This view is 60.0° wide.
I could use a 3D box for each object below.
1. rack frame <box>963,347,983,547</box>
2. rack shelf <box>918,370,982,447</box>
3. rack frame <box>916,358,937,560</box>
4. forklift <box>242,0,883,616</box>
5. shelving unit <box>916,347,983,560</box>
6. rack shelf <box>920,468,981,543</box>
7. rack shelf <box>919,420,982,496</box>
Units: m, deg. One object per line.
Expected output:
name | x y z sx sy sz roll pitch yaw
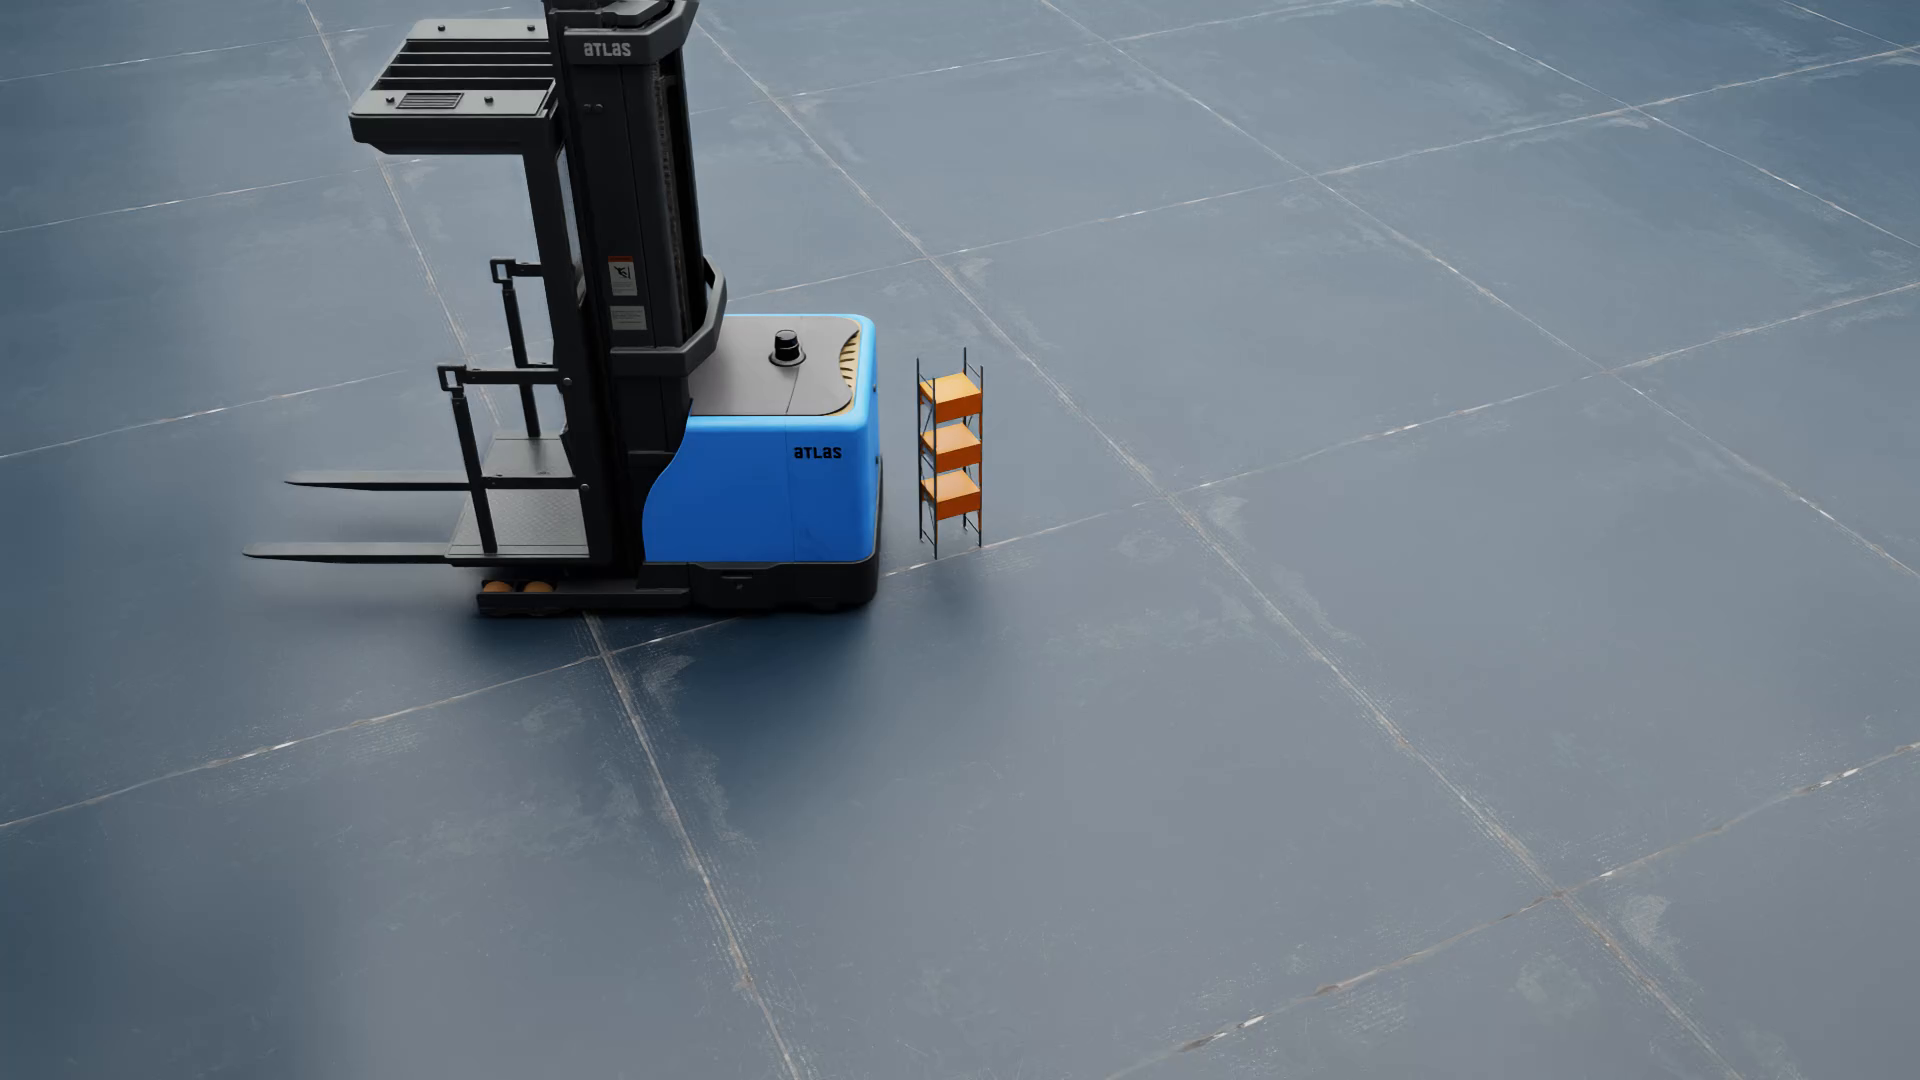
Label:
rack frame | 0.062 -0.439 8.104 0.008 1.050 0.200 -16 39 -20
rack shelf | -0.048 -0.628 7.899 0.240 0.259 0.215 -16 39 -20
rack frame | -0.159 -0.377 8.020 0.008 1.050 0.200 -16 39 -20
forklift | -1.913 -1.131 7.457 3.031 2.935 1.130 0 37 0
shelving unit | -0.048 -0.408 8.062 0.252 1.050 0.215 -16 39 -20
rack shelf | -0.048 -0.176 8.234 0.240 0.259 0.215 -16 39 -20
rack shelf | -0.048 -0.400 8.068 0.240 0.259 0.215 -16 39 -20
